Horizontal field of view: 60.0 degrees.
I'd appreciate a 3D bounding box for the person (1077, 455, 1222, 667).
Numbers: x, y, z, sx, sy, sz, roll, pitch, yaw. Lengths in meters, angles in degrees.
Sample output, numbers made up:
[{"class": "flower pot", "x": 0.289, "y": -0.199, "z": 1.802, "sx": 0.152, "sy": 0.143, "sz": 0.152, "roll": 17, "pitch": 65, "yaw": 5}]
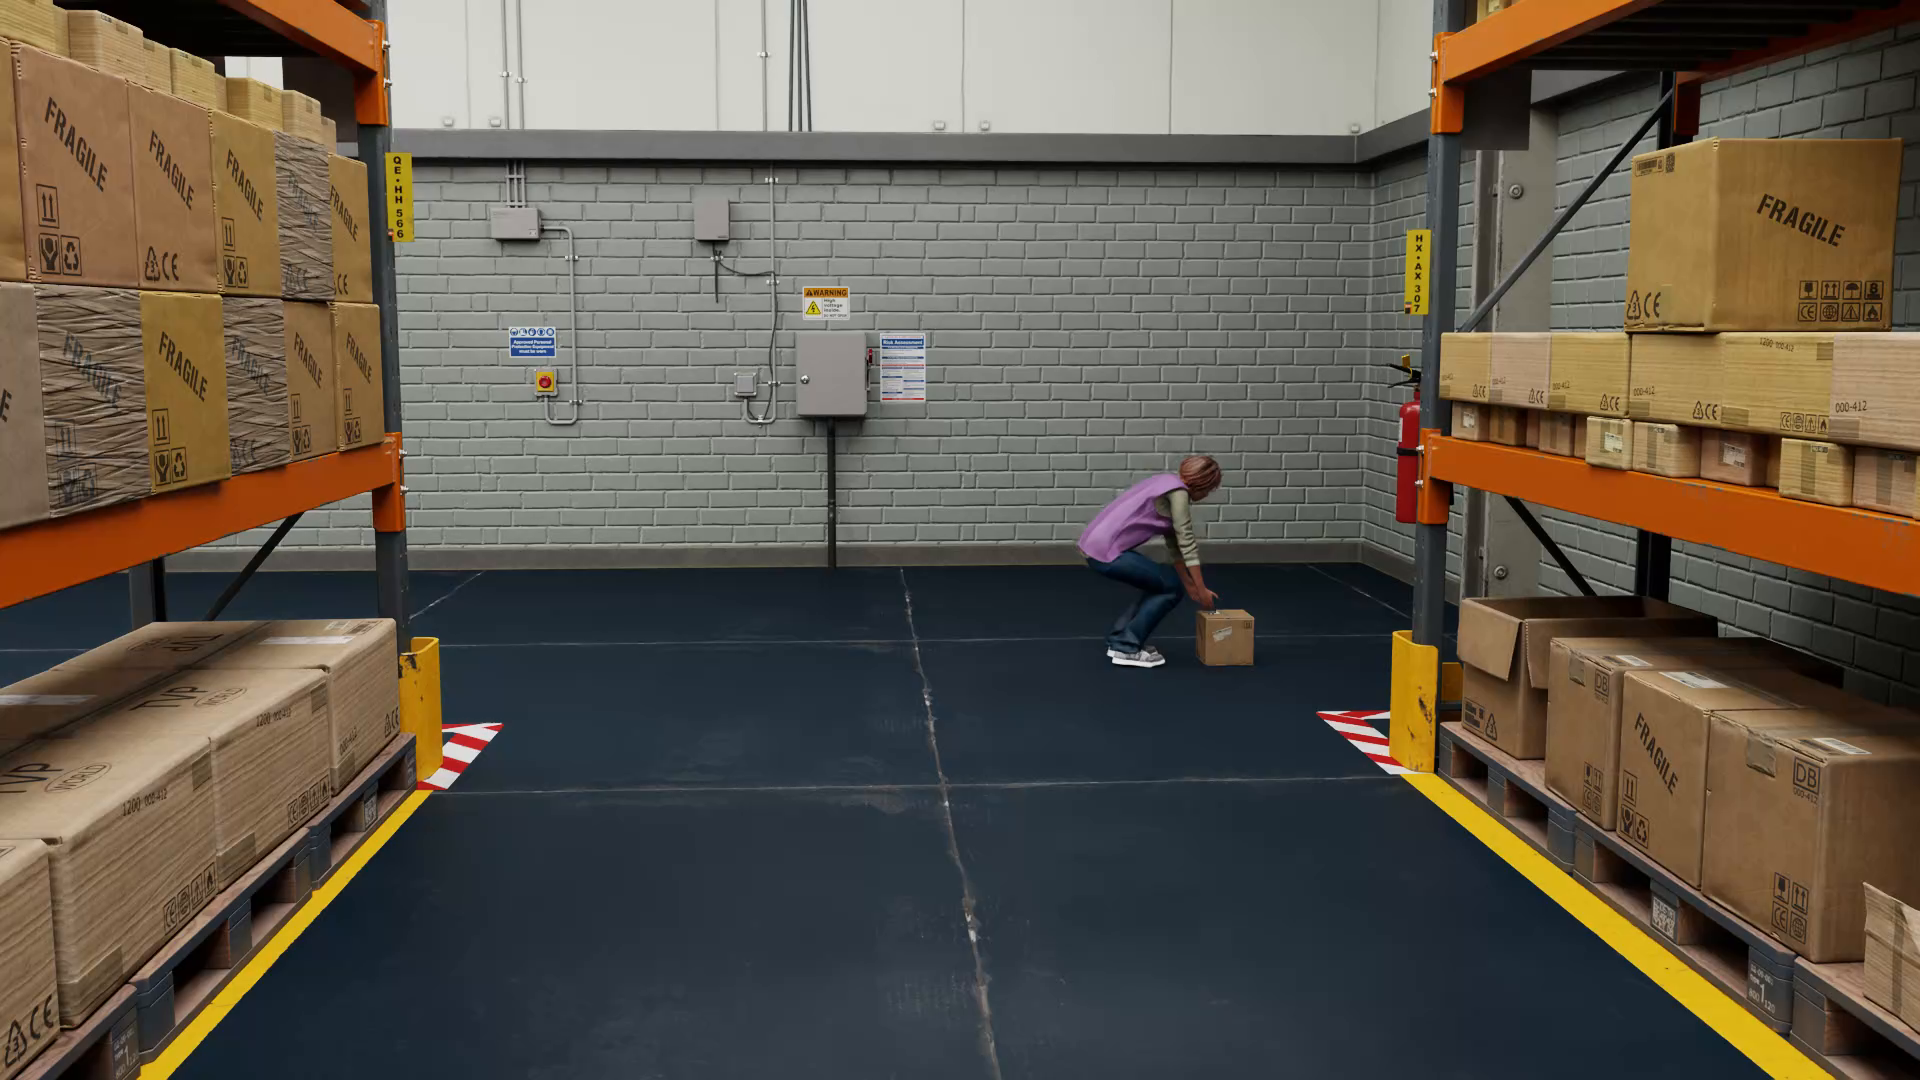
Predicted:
[{"class": "person", "x": 0.979, "y": 0.100, "z": 8.624, "sx": 0.754, "sy": 1.075, "sz": 0.460, "roll": 0, "pitch": 7, "yaw": -4}]
